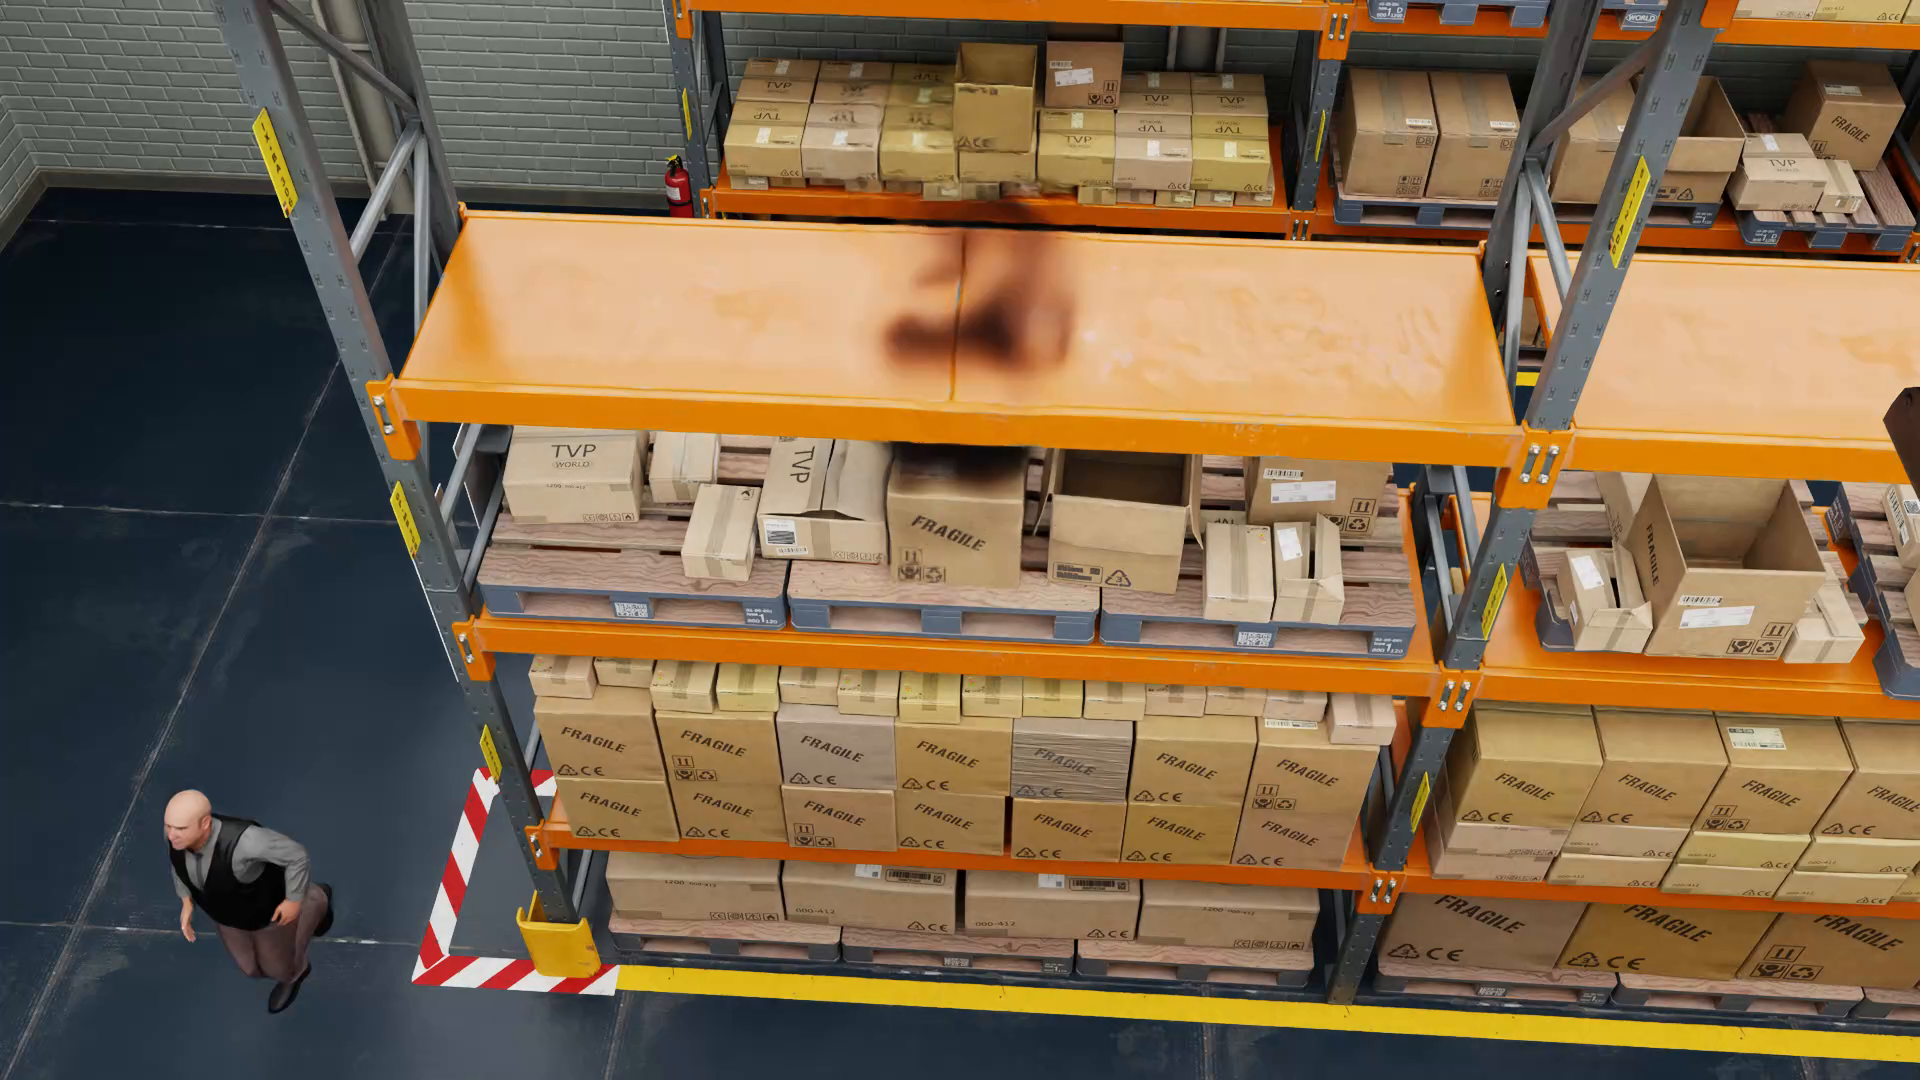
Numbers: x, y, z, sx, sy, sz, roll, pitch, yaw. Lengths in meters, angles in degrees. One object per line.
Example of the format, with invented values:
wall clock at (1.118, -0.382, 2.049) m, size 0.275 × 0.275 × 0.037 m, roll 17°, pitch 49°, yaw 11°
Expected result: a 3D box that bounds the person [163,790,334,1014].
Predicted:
person at (-3.276, 1.633, 7.751) m, size 0.686 × 1.684 × 0.650 m, roll 10°, pitch 49°, yaw 9°
